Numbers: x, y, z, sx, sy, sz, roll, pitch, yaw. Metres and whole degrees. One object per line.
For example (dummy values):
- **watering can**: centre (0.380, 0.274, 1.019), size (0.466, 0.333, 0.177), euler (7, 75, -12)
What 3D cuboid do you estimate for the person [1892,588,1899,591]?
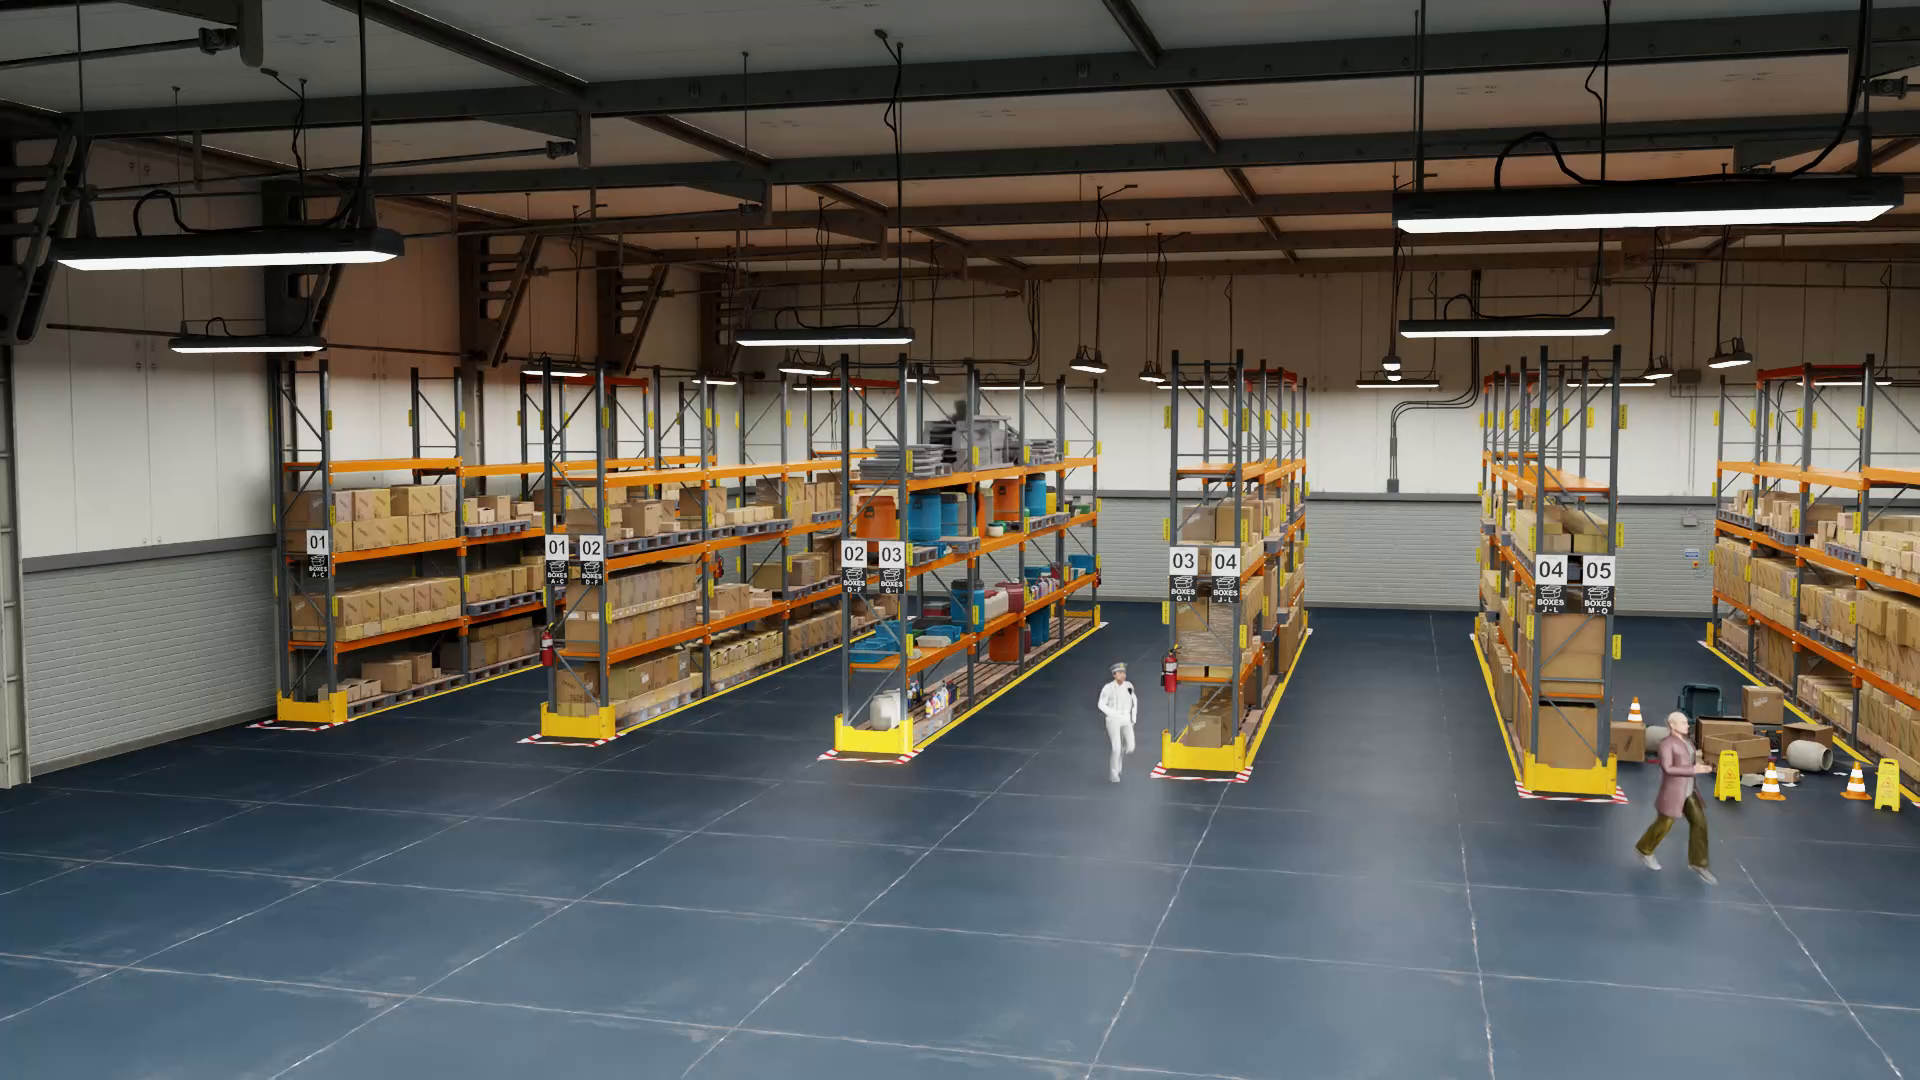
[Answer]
- **person**: centre (18.404, 1.741, 32.687), size (0.699, 1.756, 0.962), euler (0, 4, 6)

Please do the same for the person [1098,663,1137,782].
- **person**: centre (2.224, 2.520, 23.087), size (0.640, 1.663, 0.560), euler (-2, 4, -22)

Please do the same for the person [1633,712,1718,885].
- **person**: centre (7.834, 2.790, 18.204), size (0.677, 1.832, 0.929), euler (-3, 5, -33)

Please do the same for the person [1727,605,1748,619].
- **person**: centre (17.681, 1.384, 37.782), size (0.900, 1.775, 0.694), euler (4, 5, 42)
